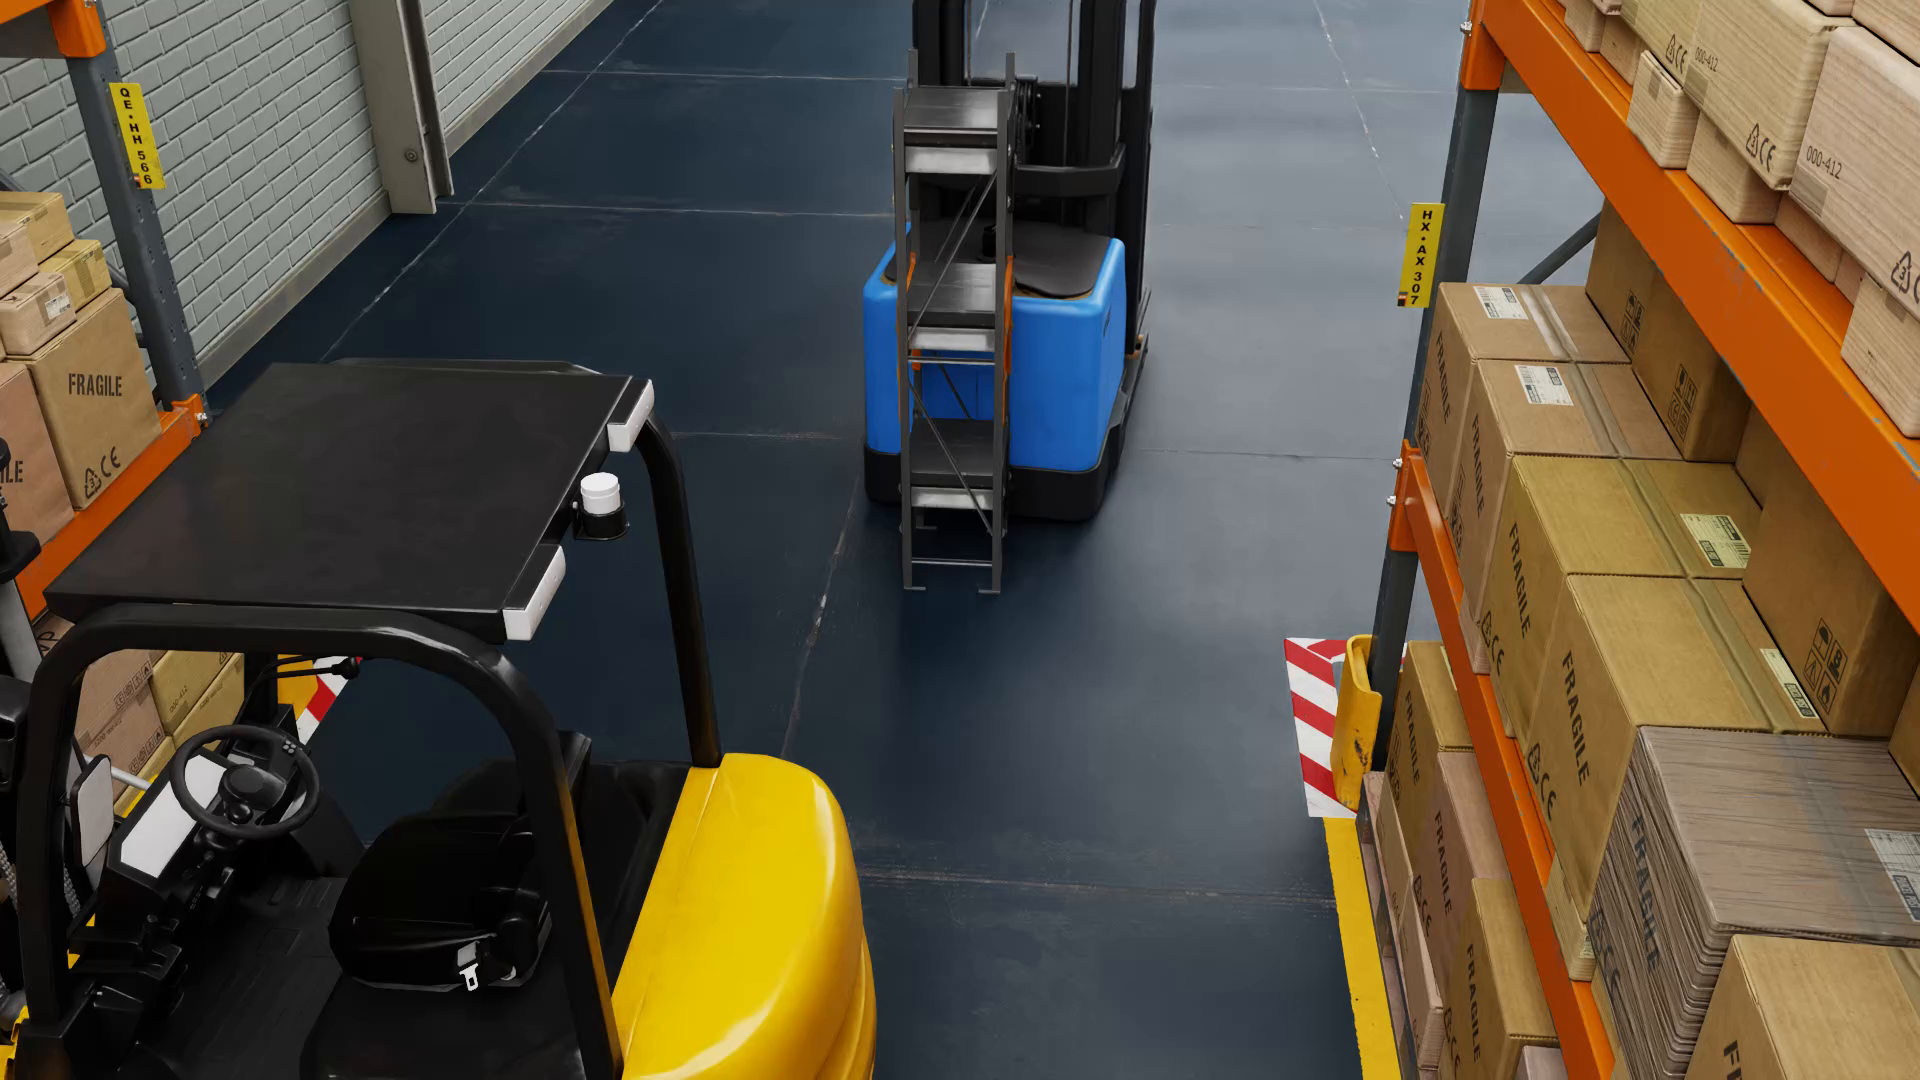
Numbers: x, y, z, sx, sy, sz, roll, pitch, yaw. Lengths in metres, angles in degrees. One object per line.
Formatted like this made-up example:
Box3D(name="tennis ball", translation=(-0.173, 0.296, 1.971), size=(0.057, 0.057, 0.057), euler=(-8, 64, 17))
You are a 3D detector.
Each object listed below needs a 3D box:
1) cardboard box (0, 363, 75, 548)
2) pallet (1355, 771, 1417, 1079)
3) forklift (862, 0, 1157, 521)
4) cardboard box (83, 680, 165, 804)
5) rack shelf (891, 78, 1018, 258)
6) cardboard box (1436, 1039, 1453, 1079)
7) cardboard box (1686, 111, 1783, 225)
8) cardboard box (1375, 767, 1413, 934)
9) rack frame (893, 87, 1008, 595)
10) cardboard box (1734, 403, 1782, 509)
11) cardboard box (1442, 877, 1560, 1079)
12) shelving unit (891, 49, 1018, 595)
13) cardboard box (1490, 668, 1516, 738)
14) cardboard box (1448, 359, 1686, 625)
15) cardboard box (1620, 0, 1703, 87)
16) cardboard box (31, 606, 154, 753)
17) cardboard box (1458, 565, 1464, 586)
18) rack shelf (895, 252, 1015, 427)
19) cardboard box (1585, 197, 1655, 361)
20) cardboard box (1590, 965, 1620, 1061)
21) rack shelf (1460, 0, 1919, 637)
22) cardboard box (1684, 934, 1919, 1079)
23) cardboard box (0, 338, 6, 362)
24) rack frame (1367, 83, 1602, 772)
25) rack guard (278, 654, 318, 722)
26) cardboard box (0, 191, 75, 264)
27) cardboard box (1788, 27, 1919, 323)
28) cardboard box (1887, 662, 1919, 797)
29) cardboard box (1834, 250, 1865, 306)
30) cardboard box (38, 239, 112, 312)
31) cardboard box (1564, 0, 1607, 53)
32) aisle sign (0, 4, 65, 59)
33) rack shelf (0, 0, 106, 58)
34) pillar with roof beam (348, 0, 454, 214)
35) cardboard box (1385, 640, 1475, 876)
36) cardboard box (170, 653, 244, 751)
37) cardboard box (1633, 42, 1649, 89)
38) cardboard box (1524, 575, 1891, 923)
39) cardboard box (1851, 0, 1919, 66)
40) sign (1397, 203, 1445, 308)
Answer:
Box3D(name="cardboard box", translation=(-2.867, -0.164, 4.561), size=(0.500, 0.500, 0.500), euler=(3, 32, 6))
Box3D(name="pallet", translation=(1.802, 1.200, 5.102), size=(1.003, 0.211, 1.213), euler=(2, 32, 4))
Box3D(name="forklift", translation=(0.377, -2.094, 7.854), size=(1.130, 2.935, 3.031), euler=(6, 32, 10))
Box3D(name="cardboard box", translation=(-2.817, 0.648, 5.083), size=(0.500, 0.250, 0.500), euler=(2, 32, 4))
Box3D(name="rack shelf", translation=(-0.014, -1.392, 6.199), size=(0.431, 0.518, 0.480), euler=(2, 32, 4))
Box3D(name="cardboard box", translation=(1.488, 1.504, 4.171), size=(0.500, 0.250, 0.500), euler=(5, 32, 7))
Box3D(name="cardboard box", translation=(1.477, -0.646, 2.819), size=(0.380, 0.149, 0.250), euler=(2, 32, 3))
Box3D(name="cardboard box", translation=(1.569, 0.951, 5.068), size=(0.500, 0.250, 0.500), euler=(2, 32, 4))
Box3D(name="rack frame", translation=(-0.033, -0.680, 6.352), size=(0.400, 2.100, 0.015), euler=(2, 32, 4))
Box3D(name="cardboard box", translation=(2.098, -0.233, 3.438), size=(0.700, 0.500, 0.500), euler=(2, 32, 3))
Box3D(name="cardboard box", translation=(1.480, 1.180, 3.982), size=(0.500, 0.500, 0.500), euler=(3, 32, 5))
Box3D(name="shelving unit", translation=(-0.013, -0.807, 6.559), size=(0.431, 2.100, 0.503), euler=(2, 32, 4))
Box3D(name="cardboard box", translation=(1.513, 0.361, 4.045), size=(0.380, 0.149, 0.250), euler=(3, 32, 5))
Box3D(name="cardboard box", translation=(1.556, -0.113, 4.195), size=(0.500, 0.500, 0.500), euler=(3, 32, 5))
Box3D(name="cardboard box", translation=(1.535, -1.004, 3.021), size=(0.500, 0.250, 0.500), euler=(3, 32, 5))
Box3D(name="cardboard box", translation=(-2.800, 0.427, 4.966), size=(0.500, 0.250, 0.500), euler=(3, 32, 5))
Box3D(name="cardboard box", translation=(1.567, 0.093, 4.479), size=(0.380, 0.149, 0.250), euler=(1, 32, 2))
Box3D(name="rack shelf", translation=(-0.013, -0.796, 6.566), size=(0.431, 0.518, 0.480), euler=(2, 32, 4))
Box3D(name="cardboard box", translation=(2.086, -0.769, 4.307), size=(0.700, 0.500, 0.500), euler=(2, 32, 3))
Box3D(name="cardboard box", translation=(1.437, 0.903, 3.165), size=(0.380, 0.149, 0.250), euler=(2, 32, 3))
Box3D(name="rack shelf", translation=(1.747, -0.375, 2.827), size=(1.077, 0.370, 4.000), euler=(2, 32, 4))
Box3D(name="cardboard box", translation=(1.408, 0.959, 2.455), size=(0.500, 0.500, 0.500), euler=(3, 32, 6))
Box3D(name="cardboard box", translation=(-2.860, -0.518, 4.518), size=(0.380, 0.149, 0.250), euler=(3, 32, 5))
Box3D(name="rack frame", translation=(1.910, -0.450, 5.122), size=(1.000, 3.000, 0.127), euler=(2, 32, 4))
Box3D(name="rack guard", translation=(-3.036, 0.391, 6.139), size=(1.175, 0.500, 0.348), euler=(2, 32, 4))
Box3D(name="cardboard box", translation=(-2.857, -0.910, 4.870), size=(0.380, 0.149, 0.250), euler=(3, 32, 4))
Box3D(name="cardboard box", translation=(1.448, -0.471, 2.156), size=(0.500, 0.250, 0.500), euler=(2, 32, 3))
Box3D(name="cardboard box", translation=(1.968, 0.298, 2.576), size=(0.700, 0.500, 0.500), euler=(2, 32, 3))
Box3D(name="cardboard box", translation=(1.509, -0.376, 2.382), size=(0.380, 0.149, 0.250), euler=(3, 32, 5))
Box3D(name="cardboard box", translation=(-2.786, -0.786, 4.953), size=(0.380, 0.149, 0.250), euler=(3, 32, 5))
Box3D(name="cardboard box", translation=(1.572, -1.183, 3.690), size=(0.380, 0.149, 0.250), euler=(3, 32, 5))
Box3D(name="aisle sign", translation=(-2.739, -1.789, 4.816), size=(0.394, 0.787, 0.004), euler=(2, 32, 4))
Box3D(name="rack shelf", translation=(-3.200, -0.585, 3.168), size=(1.077, 0.370, 4.000), euler=(2, 32, 4))
Box3D(name="pillar with roof beam", translation=(0.787, -5.842, 8.153), size=(9.100, 9.000, 0.400), euler=(2, 32, 4))
Box3D(name="cardboard box", translation=(1.567, 0.645, 4.851), size=(0.500, 0.500, 0.500), euler=(1, 32, 2))
Box3D(name="cardboard box", translation=(-2.761, 0.590, 5.653), size=(0.500, 0.250, 0.500), euler=(3, 32, 4))
Box3D(name="cardboard box", translation=(1.558, -0.913, 3.253), size=(0.380, 0.149, 0.250), euler=(2, 32, 2))
Box3D(name="cardboard box", translation=(1.482, 0.420, 3.331), size=(0.500, 0.500, 0.500), euler=(2, 32, 3))
Box3D(name="cardboard box", translation=(1.431, -0.725, 2.187), size=(0.380, 0.149, 0.250), euler=(3, 32, 5))
Box3D(name="sign", translation=(1.369, -0.842, 4.932), size=(0.100, 0.325, 0.005), euler=(2, 32, 4))
